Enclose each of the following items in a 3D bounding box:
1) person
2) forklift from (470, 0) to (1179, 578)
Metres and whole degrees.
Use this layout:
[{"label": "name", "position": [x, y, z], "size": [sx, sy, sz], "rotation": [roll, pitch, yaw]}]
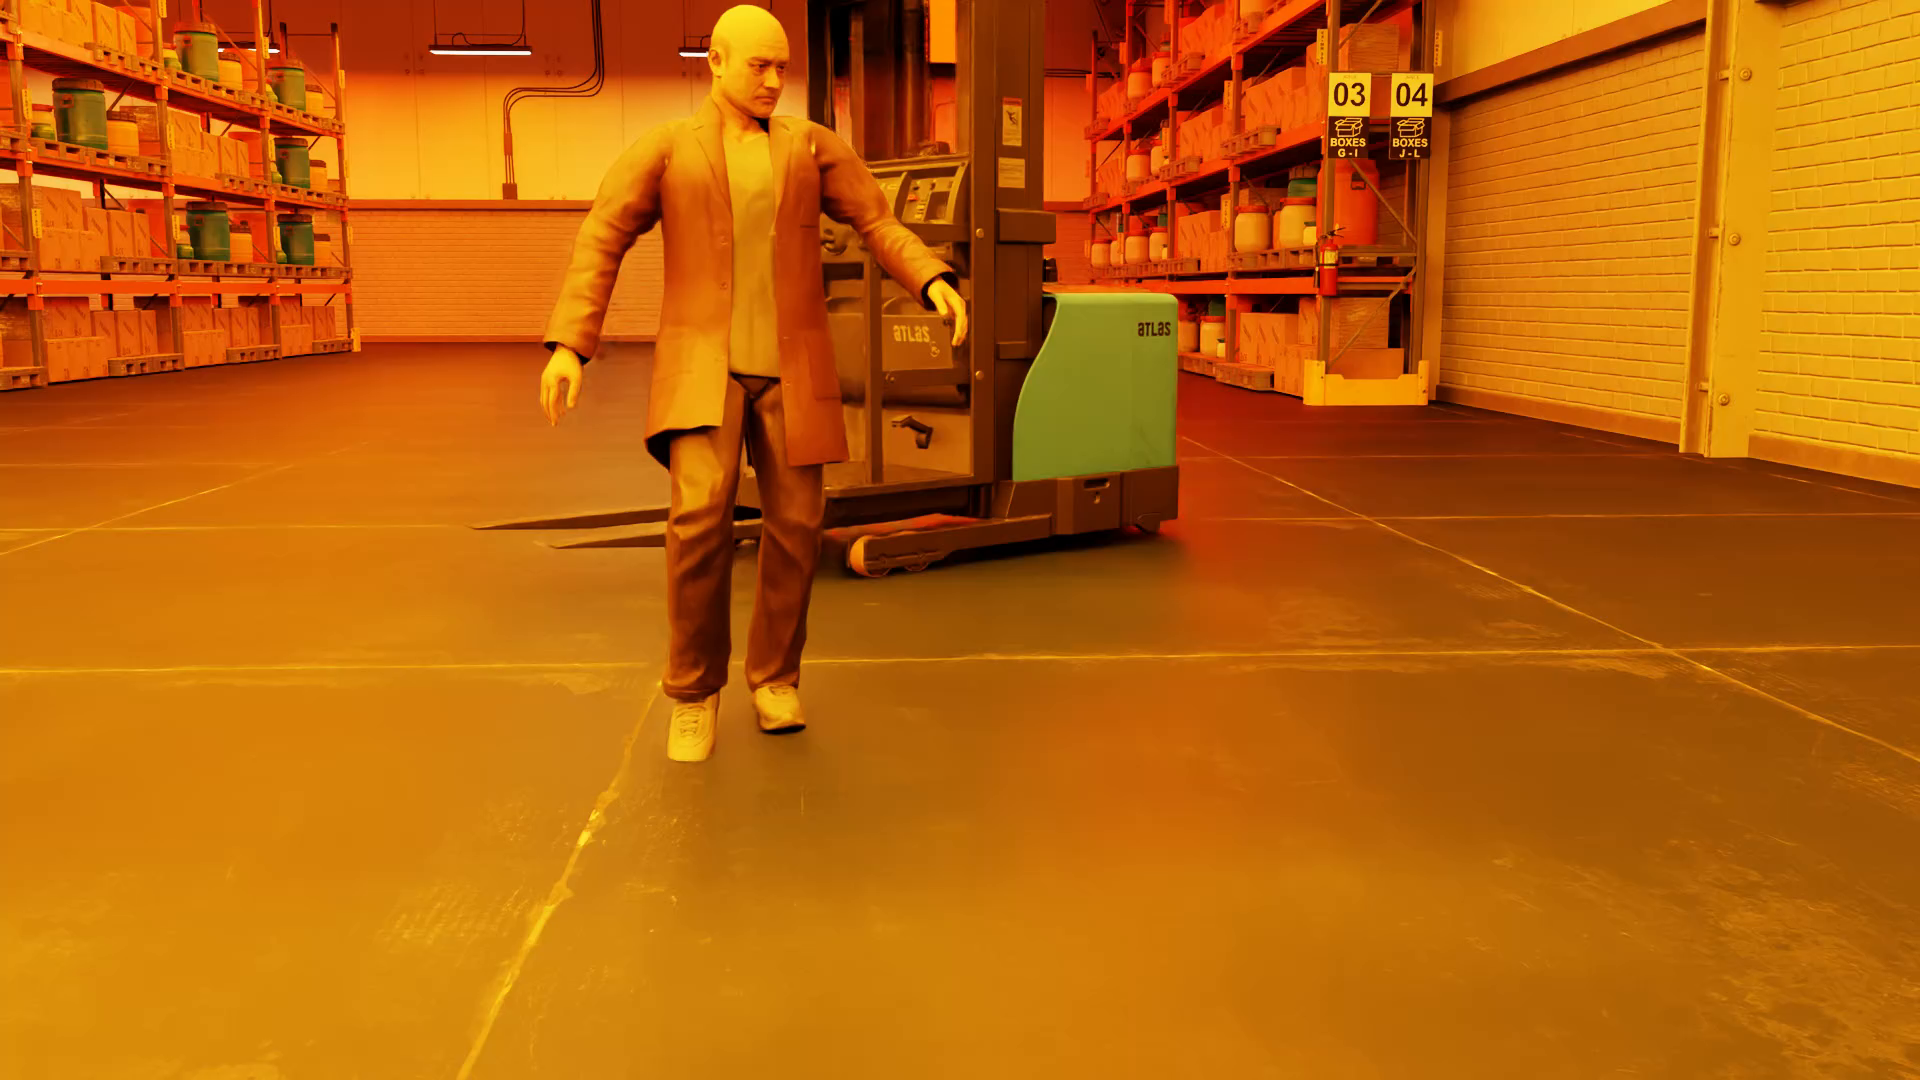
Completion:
[{"label": "person", "position": [-0.504, -0.370, 4.024], "size": [0.994, 1.808, 0.557], "rotation": [-2, 9, -14]}, {"label": "forklift", "position": [-0.455, -1.390, 6.692], "size": [3.031, 2.935, 1.130], "rotation": [-7, 11, -41]}]
